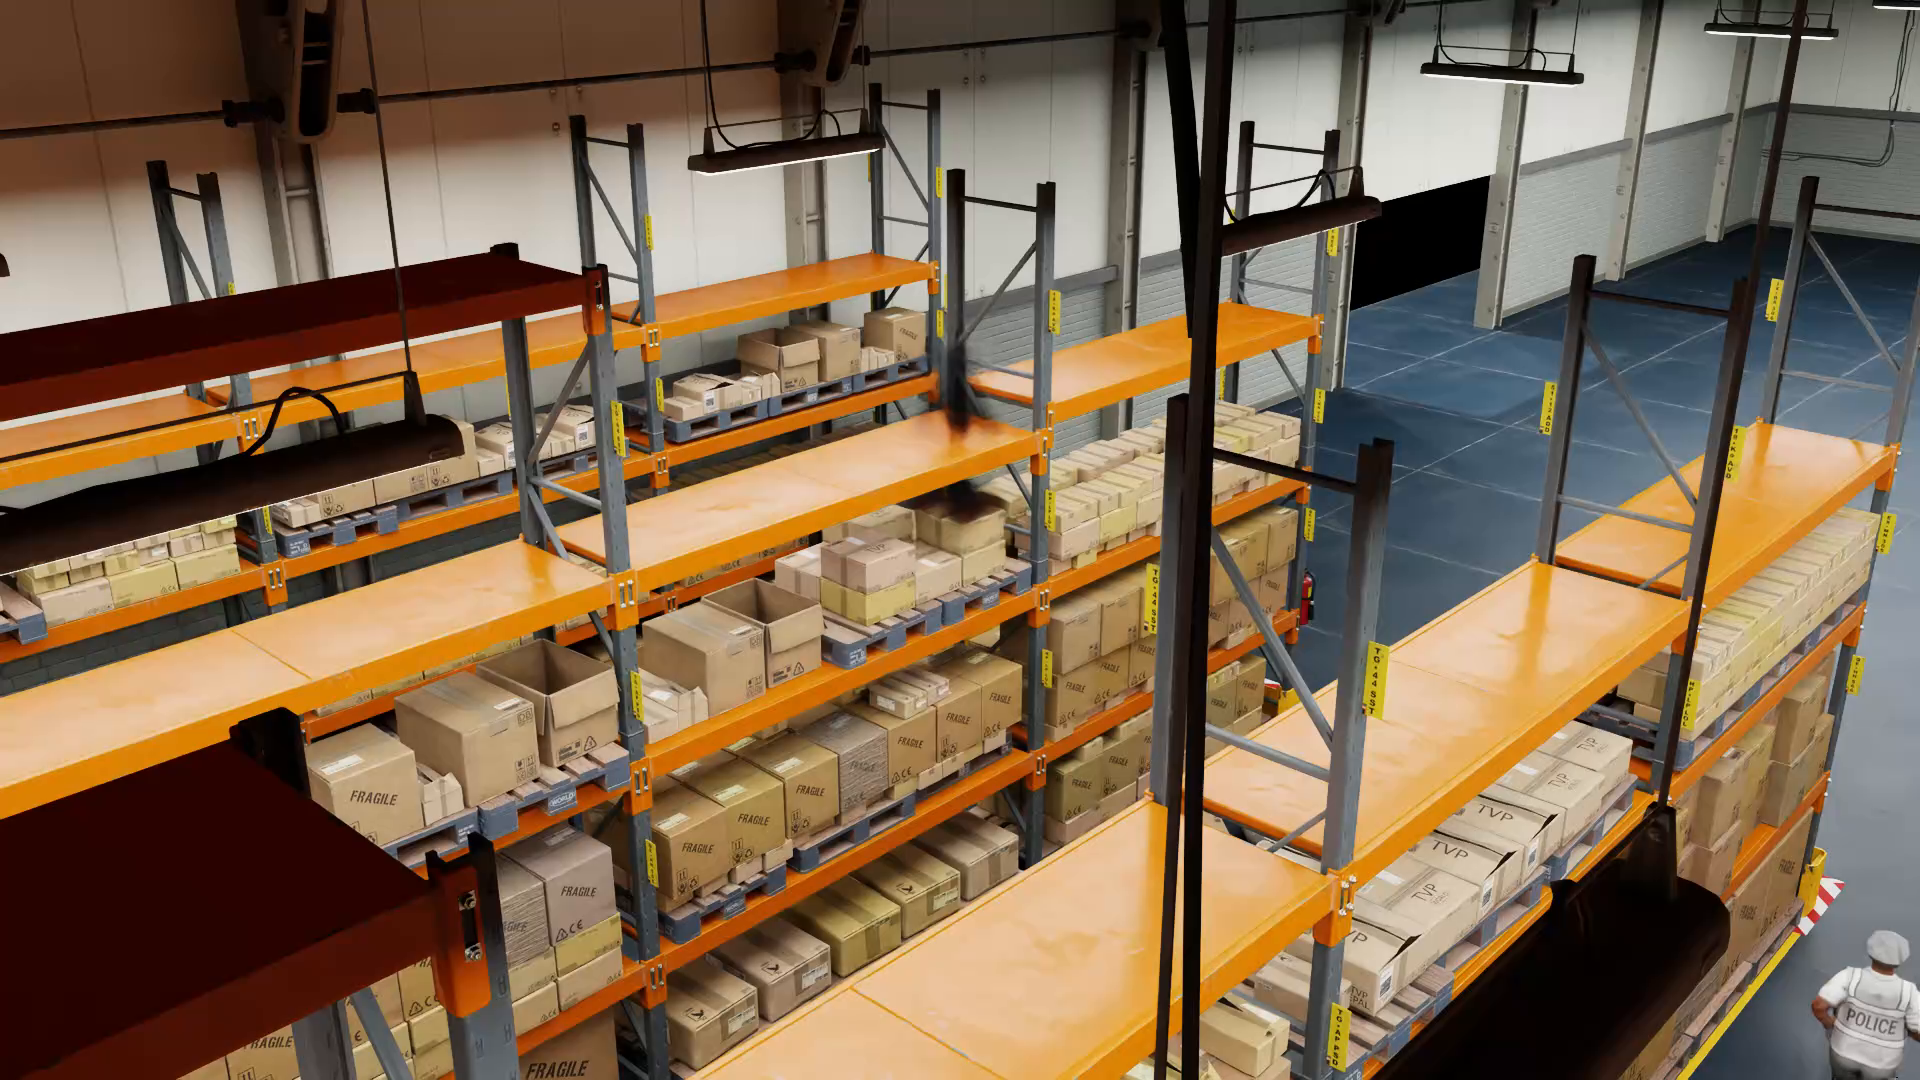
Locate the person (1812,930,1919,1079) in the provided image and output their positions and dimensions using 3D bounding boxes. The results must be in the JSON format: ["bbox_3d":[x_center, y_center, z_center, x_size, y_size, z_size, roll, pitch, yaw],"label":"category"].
[{"bbox_3d":[5.932,3.387,10.941,0.672,1.790,0.814,14,25,32],"label":"person"}]
